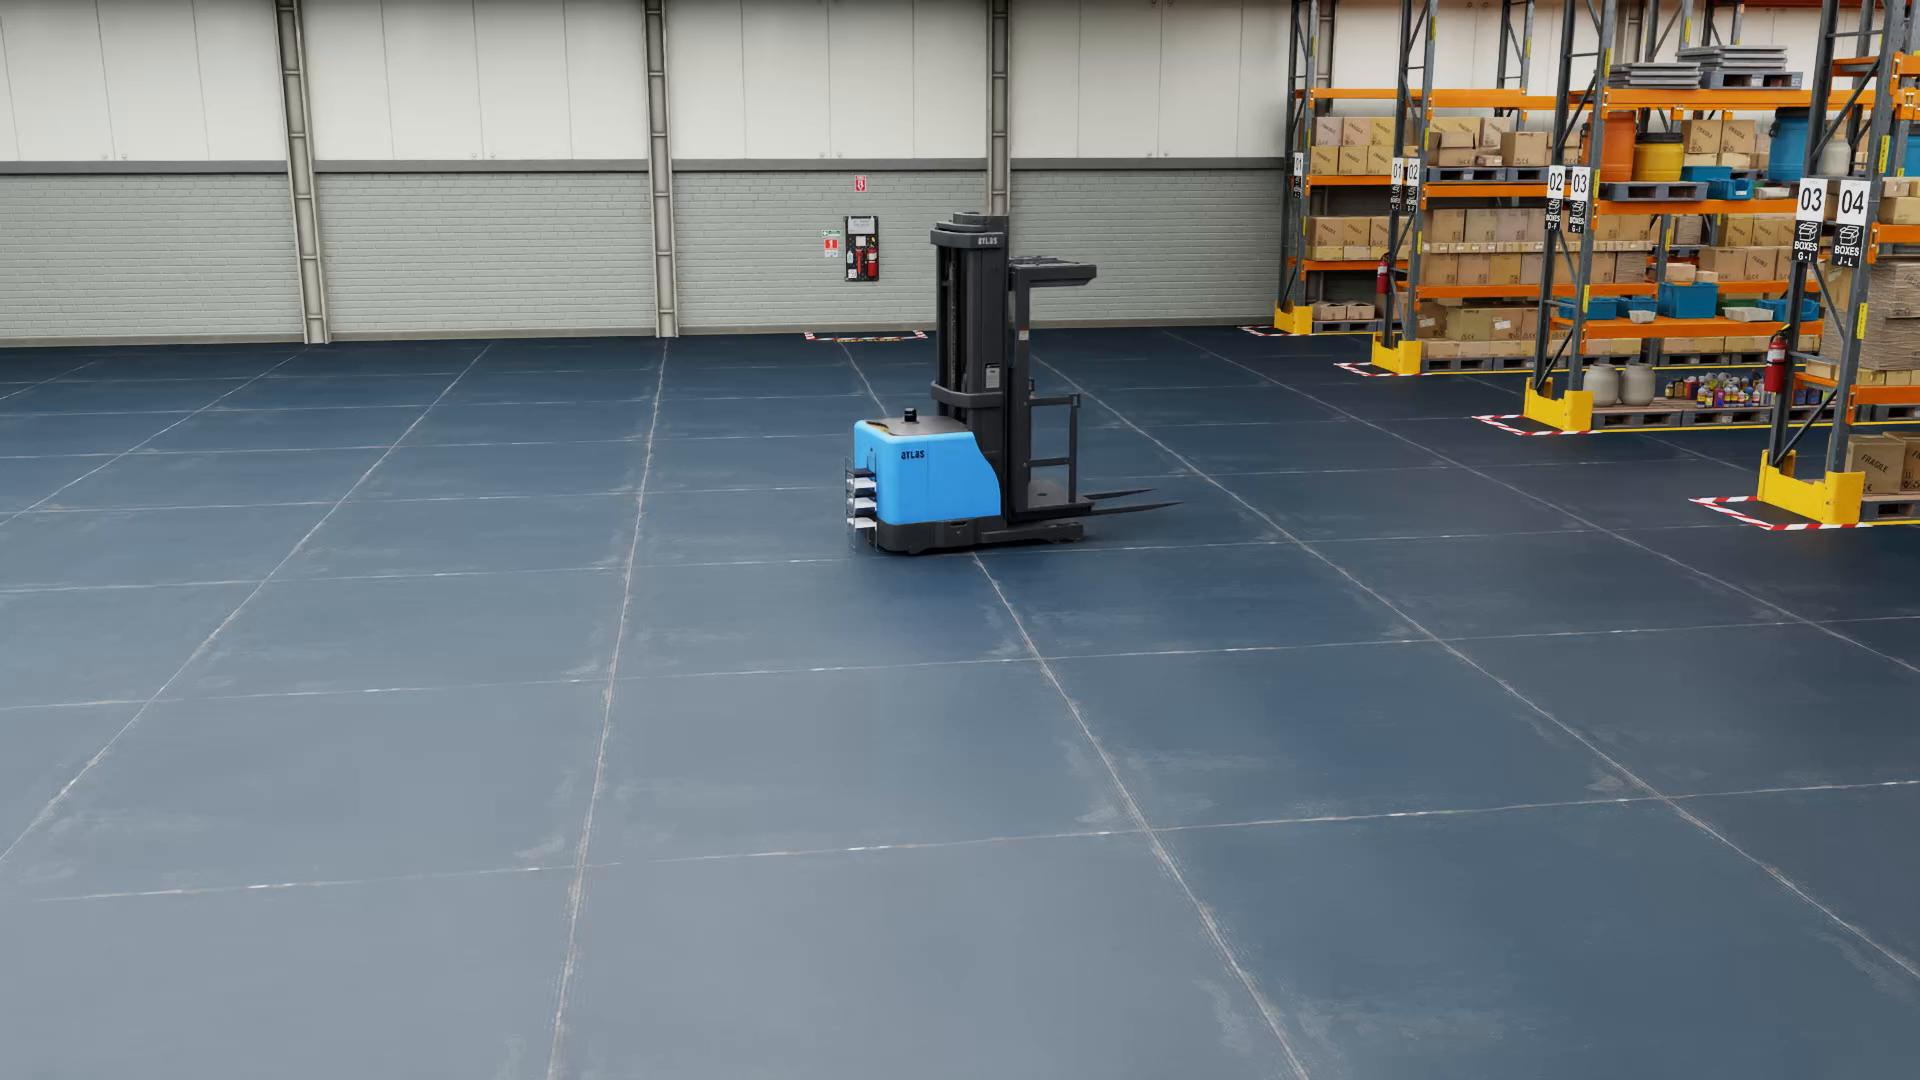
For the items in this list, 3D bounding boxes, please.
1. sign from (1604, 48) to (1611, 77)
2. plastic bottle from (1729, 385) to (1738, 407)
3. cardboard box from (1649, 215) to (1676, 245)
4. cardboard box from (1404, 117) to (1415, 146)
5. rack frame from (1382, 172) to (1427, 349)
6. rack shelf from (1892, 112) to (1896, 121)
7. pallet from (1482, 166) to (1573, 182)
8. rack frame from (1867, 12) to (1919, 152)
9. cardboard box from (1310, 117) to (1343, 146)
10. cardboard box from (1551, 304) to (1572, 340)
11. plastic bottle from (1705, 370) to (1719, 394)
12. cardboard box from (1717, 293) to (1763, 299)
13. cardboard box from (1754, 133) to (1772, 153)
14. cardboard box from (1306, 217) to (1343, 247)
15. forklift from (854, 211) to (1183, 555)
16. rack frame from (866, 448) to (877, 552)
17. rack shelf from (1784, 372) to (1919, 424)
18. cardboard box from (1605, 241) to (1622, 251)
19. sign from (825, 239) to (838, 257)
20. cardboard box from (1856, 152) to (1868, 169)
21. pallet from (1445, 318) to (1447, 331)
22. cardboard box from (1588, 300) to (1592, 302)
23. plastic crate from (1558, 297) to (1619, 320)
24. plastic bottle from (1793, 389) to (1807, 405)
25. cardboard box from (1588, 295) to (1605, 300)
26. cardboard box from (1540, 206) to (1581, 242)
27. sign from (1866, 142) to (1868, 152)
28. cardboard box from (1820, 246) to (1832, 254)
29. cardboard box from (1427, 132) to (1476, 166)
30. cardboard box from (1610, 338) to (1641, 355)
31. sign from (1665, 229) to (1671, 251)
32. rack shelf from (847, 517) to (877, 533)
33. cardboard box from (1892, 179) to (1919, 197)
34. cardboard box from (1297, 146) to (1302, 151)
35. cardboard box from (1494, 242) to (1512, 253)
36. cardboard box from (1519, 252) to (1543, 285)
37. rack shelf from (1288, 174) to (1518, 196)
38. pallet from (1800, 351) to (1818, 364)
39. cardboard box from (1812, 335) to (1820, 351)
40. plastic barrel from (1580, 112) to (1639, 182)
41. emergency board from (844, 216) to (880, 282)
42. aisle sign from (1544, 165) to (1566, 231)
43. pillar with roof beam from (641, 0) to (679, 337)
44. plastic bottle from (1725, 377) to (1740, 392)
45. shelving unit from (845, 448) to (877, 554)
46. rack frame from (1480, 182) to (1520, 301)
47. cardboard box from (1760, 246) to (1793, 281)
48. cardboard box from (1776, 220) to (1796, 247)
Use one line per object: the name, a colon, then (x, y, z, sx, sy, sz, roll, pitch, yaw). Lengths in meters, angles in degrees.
sign: (7.609, -5.608, 19.543, 0.005, 0.325, 0.100, -2, 14, -8)
plastic bottle: (9.809, -1.829, 21.081, 0.097, 0.271, 0.097, 0, 14, 0)
cardboard box: (12.955, -5.821, 31.183, 0.500, 0.500, 0.700, -3, 14, -14)
cardboard box: (7.970, -7.443, 30.294, 0.500, 0.500, 0.500, -2, 14, -8)
rack frame: (6.798, -4.124, 25.527, 0.127, 3.000, 1.000, -2, 14, -8)
rack shelf: (19.900, -8.189, 31.707, 4.000, 0.370, 1.077, -2, 14, -8)
pallet: (8.710, -5.600, 25.429, 1.213, 0.211, 1.003, -2, 14, -8)
rack frame: (14.708, -7.324, 25.953, 0.127, 3.000, 1.000, -2, 14, -8)
cardboard box: (6.473, -7.269, 29.599, 0.500, 0.500, 0.500, -3, 14, -12)
cardboard box: (9.337, -3.399, 25.883, 0.500, 0.500, 0.500, -2, 14, -8)
plastic bottle: (9.836, -2.047, 21.788, 0.185, 0.351, 0.144, -2, 14, -6)
cardboard box: (14.713, -4.761, 31.624, 0.750, 0.750, 0.750, -2, 14, -9)
cardboard box: (14.954, -7.385, 31.255, 0.500, 0.500, 0.700, -3, 14, -11)
cardboard box: (6.573, -5.561, 29.983, 0.500, 0.500, 0.500, -2, 14, -8)
forklift: (0.591, -1.502, 15.212, 3.031, 2.935, 1.130, -6, 15, -21)
rack frame: (-0.786, -0.356, 14.818, 0.006, 0.900, 0.240, -6, 15, -21)
rack shelf: (10.247, -1.464, 16.401, 4.000, 0.370, 1.077, -2, 14, -8)
cardboard box: (10.013, -4.552, 25.695, 0.250, 0.149, 0.380, -3, 14, -10)
sign: (-2.325, -5.273, 30.035, 0.234, 0.329, 0.001, -2, 14, -8)
cardboard box: (14.268, -5.970, 26.165, 0.500, 0.250, 0.500, -3, 14, -12)
pallet: (9.352, -4.075, 31.064, 1.213, 0.211, 1.003, -2, 14, -8)
cardboard box: (10.248, -3.561, 26.530, 0.500, 0.500, 0.500, -2, 14, -8)
plastic crate: (7.982, -2.950, 21.153, 0.616, 0.251, 0.499, -2, 14, -8)
plastic bottle: (10.704, -1.906, 21.225, 0.185, 0.351, 0.144, -3, 14, -11)
cardboard box: (11.751, -4.531, 31.386, 0.500, 0.500, 0.700, -2, 14, -8)
cardboard box: (9.320, -4.892, 25.719, 0.500, 0.500, 0.700, -2, 14, -8)
sign: (14.629, -6.250, 26.776, 0.005, 0.325, 0.100, -2, 14, -8)
cardboard box: (16.367, -5.522, 31.578, 0.250, 0.149, 0.380, -2, 14, -10)
cardboard box: (7.366, -5.920, 25.160, 0.637, 0.503, 0.797, -1, 14, -4)
cardboard box: (10.327, -3.069, 26.111, 0.500, 0.250, 0.500, -2, 14, -8)
sign: (10.837, -4.594, 25.458, 0.005, 0.325, 0.100, -2, 14, -8)
rack shelf: (-0.880, -0.139, 14.833, 0.200, 0.077, 0.258, -6, 15, -21)
cardboard box: (8.847, -3.257, 15.392, 0.250, 0.149, 0.380, -2, 14, -7)
cardboard box: (6.431, -6.904, 30.201, 0.500, 0.500, 0.500, -1, 14, -4)
cardboard box: (8.238, -4.487, 25.436, 0.250, 0.149, 0.380, -3, 14, -10)
cardboard box: (8.792, -4.243, 25.796, 0.500, 0.500, 0.700, -2, 14, -7)
rack shelf: (8.034, -6.494, 30.289, 4.000, 0.370, 1.077, -2, 14, -8)
pallet: (13.888, -3.041, 26.940, 1.213, 0.211, 1.003, -2, 14, -8)
cardboard box: (13.715, -3.186, 26.578, 0.500, 0.250, 0.500, -2, 14, -9)
plastic barrel: (7.993, -4.847, 20.499, 0.708, 0.830, 0.600, -2, 14, -8)
emergency board: (-1.763, -5.251, 30.021, 0.643, 1.169, 0.194, -2, 14, -8)
aisle sign: (7.416, -4.262, 20.733, 0.004, 0.787, 0.394, -2, 14, -8)
pillar with roof beam: (-4.606, -6.988, 24.615, 0.400, 9.000, 9.100, -2, 14, -8)
plastic bottle: (10.067, -1.983, 21.685, 0.135, 0.276, 0.152, -2, 14, -8)
shelving unit: (-0.880, -0.346, 14.781, 0.210, 0.900, 0.258, -6, 15, -21)
rack frame: (10.011, -5.460, 30.855, 0.127, 3.000, 1.000, -2, 14, -8)
cardboard box: (13.051, -4.397, 26.412, 0.500, 0.500, 0.500, -3, 14, -11)
cardboard box: (15.495, -5.798, 31.345, 0.500, 0.500, 0.500, -2, 14, -9)
